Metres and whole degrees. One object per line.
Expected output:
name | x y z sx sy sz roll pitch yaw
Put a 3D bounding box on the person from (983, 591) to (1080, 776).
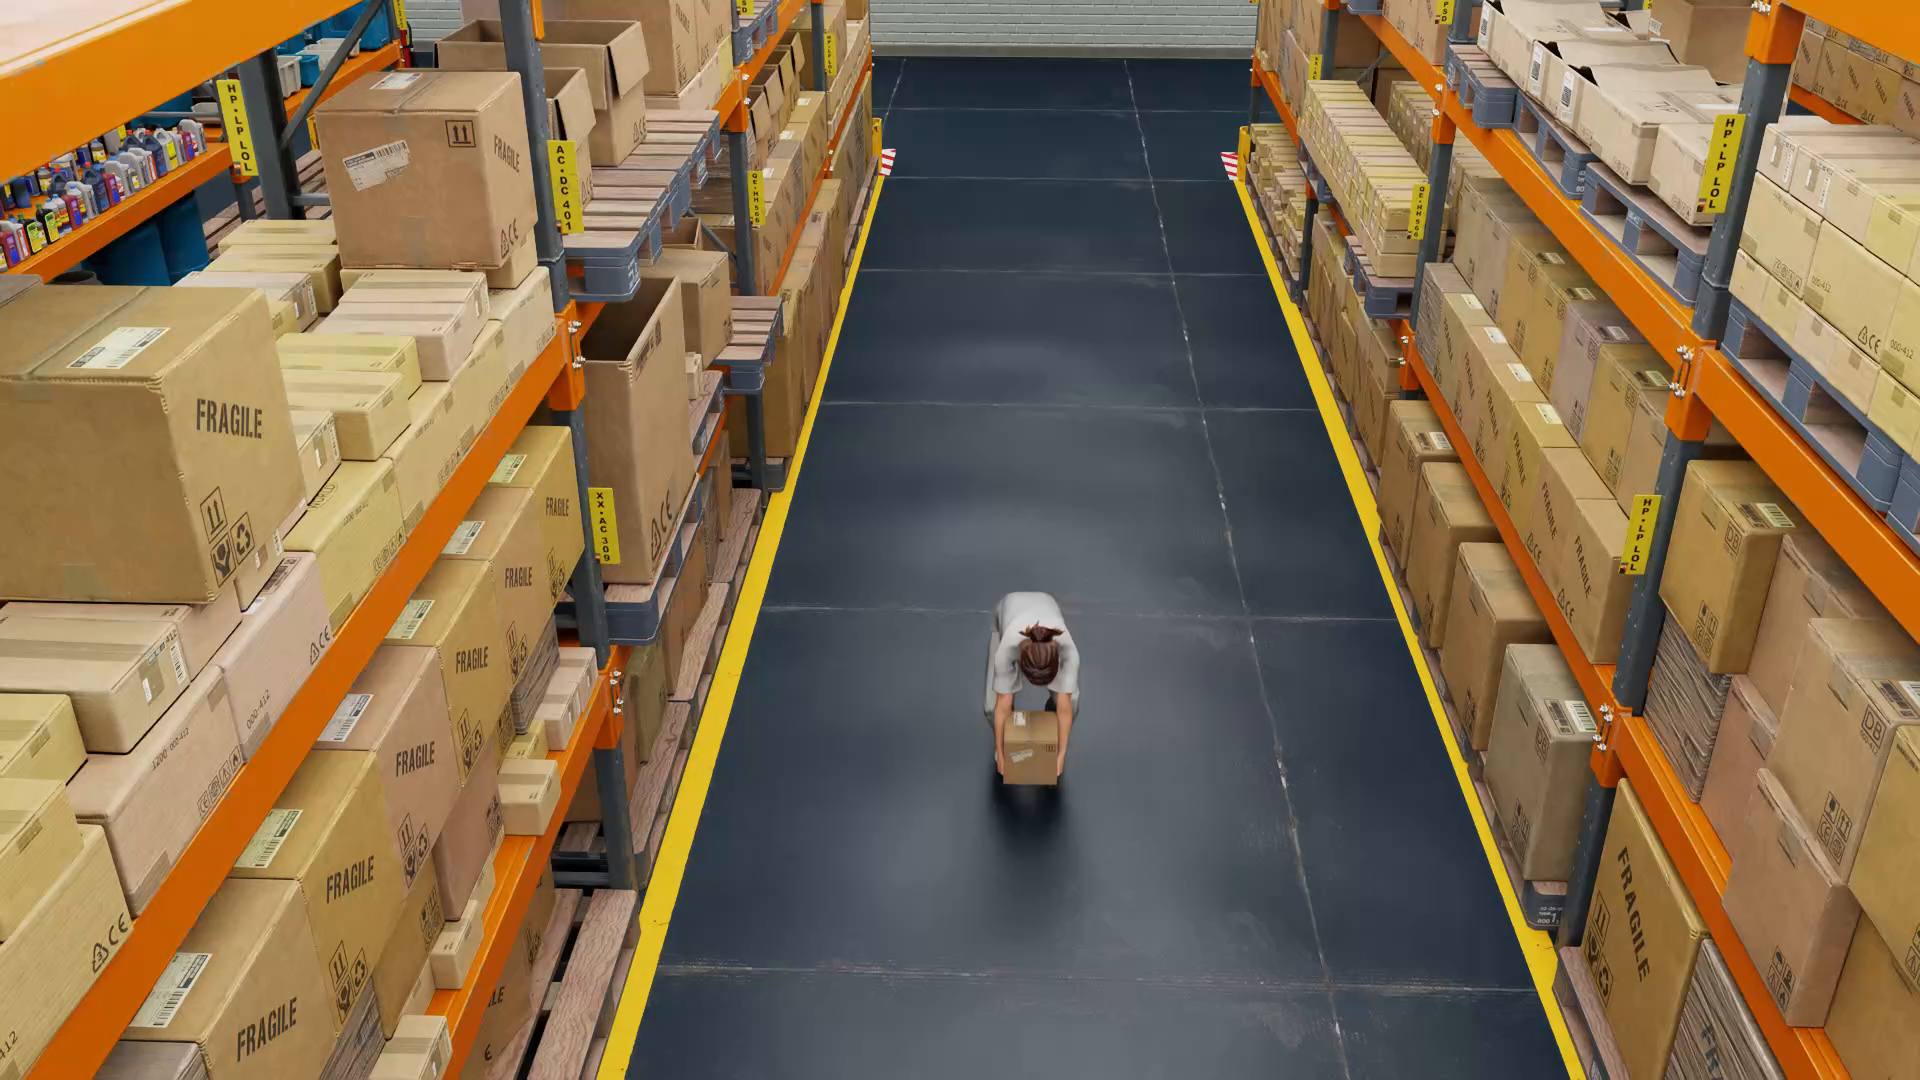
person | 0.344 0.717 8.029 0.463 0.970 0.862 0 28 0
